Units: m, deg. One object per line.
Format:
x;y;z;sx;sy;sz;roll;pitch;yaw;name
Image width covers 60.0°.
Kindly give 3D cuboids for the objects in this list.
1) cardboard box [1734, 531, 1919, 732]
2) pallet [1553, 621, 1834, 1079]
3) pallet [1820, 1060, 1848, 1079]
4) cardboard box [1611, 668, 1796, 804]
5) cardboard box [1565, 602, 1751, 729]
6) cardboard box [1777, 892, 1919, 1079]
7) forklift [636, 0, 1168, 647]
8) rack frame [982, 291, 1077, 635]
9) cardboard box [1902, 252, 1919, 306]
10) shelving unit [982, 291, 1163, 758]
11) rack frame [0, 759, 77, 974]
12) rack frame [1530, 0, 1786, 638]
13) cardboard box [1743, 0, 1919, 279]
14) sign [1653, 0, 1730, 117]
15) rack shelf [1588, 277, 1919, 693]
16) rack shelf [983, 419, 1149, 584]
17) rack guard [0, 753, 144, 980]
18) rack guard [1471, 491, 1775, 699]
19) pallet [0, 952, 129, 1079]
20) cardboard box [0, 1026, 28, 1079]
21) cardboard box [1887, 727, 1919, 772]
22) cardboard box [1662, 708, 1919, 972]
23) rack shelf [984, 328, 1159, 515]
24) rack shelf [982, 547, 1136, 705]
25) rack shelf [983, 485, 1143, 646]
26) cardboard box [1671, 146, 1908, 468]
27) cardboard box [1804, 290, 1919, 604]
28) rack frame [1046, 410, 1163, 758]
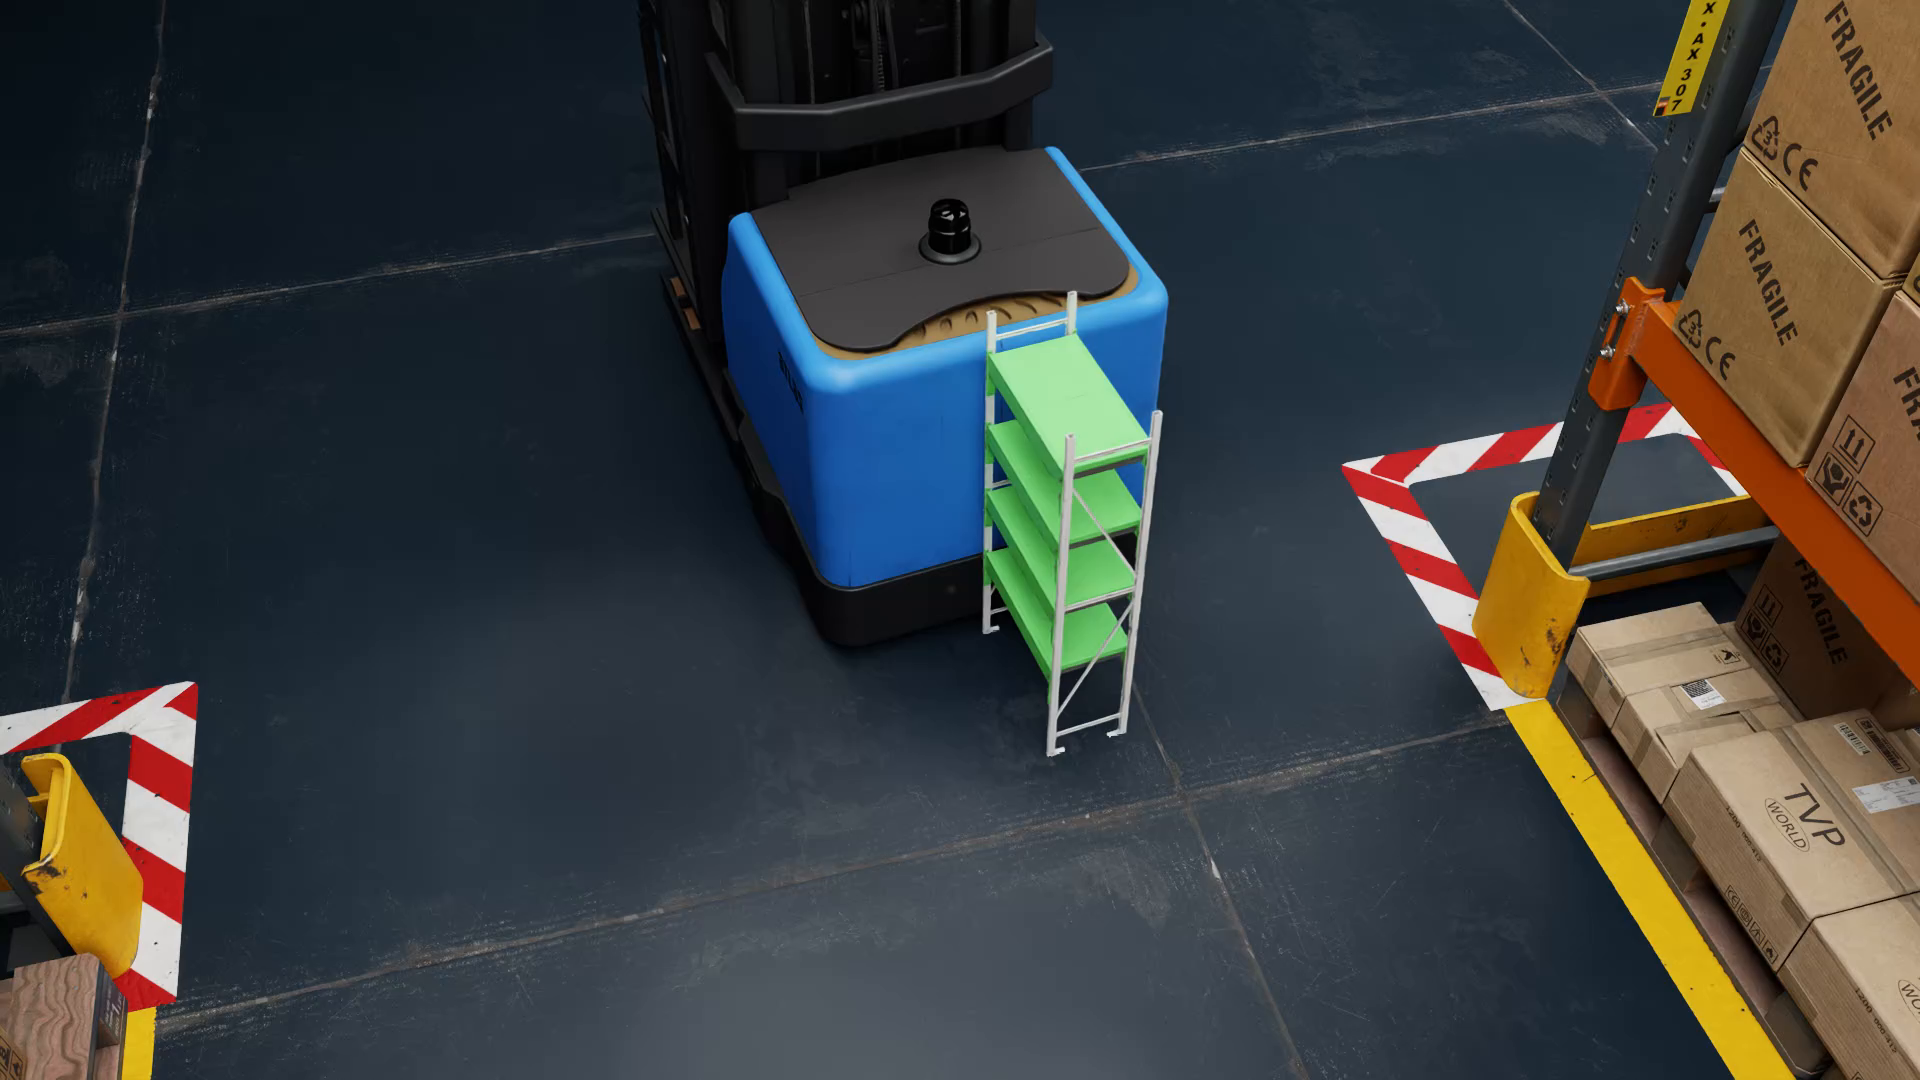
2.489;0.193;4.403;0.500;0.500;0.500;-11;47;-10;cardboard box
2.336;0.720;4.397;1.003;0.211;1.213;-11;47;-10;pallet
2.645;1.561;3.573;1.003;0.211;1.213;-11;47;-10;pallet
1.950;0.504;4.332;0.380;0.166;0.250;-11;47;-10;cardboard box
1.886;0.337;4.507;0.380;0.149;0.250;-11;47;-10;cardboard box
2.232;1.067;3.721;0.500;0.250;0.500;-11;47;-10;cardboard box
-0.429;-1.786;4.948;1.130;2.935;3.031;-15;48;-15;forklift
0.180;-0.172;4.579;0.240;1.200;0.015;-15;48;-15;rack frame
2.111;-0.530;2.899;0.500;0.500;0.500;-10;46;-10;cardboard box
0.268;-0.009;4.419;0.258;1.200;0.503;-15;48;-15;shelving unit
-2.676;0.050;3.101;1.000;3.000;0.127;-11;47;-10;rack frame
2.111;-0.859;3.991;1.000;3.000;0.127;-11;47;-10;rack frame
1.970;-0.889;3.251;0.500;0.500;0.500;-9;46;-9;cardboard box
1.587;-1.062;3.585;0.100;0.325;0.005;-11;47;-10;sign
2.623;0.774;2.895;1.077;0.370;4.000;-11;47;-10;rack shelf
0.268;-0.133;4.293;0.258;0.148;0.480;-15;48;-15;rack shelf
-2.682;0.908;4.010;1.175;0.500;0.348;-11;47;-10;rack guard
2.131;0.069;4.833;1.175;0.500;0.348;-11;47;-10;rack guard
-2.396;1.563;3.570;1.003;0.211;1.213;-11;47;-10;pallet
-2.400;1.243;3.388;0.700;0.500;0.500;-11;47;-10;cardboard box
2.505;0.605;4.232;0.380;0.166;0.250;-11;47;-10;cardboard box
2.104;0.722;4.059;0.500;0.250;0.500;-11;47;-10;cardboard box
0.268;-0.301;4.122;0.258;0.148;0.480;-15;48;-15;rack shelf
0.268;0.203;4.636;0.258;0.148;0.480;-15;48;-15;rack shelf
0.268;0.035;4.465;0.258;0.148;0.480;-15;48;-15;rack shelf
1.970;-0.539;3.608;0.500;0.500;0.500;-10;46;-9;cardboard box
2.107;-0.184;3.260;0.500;0.500;0.500;-11;47;-11;cardboard box
0.356;0.153;4.260;0.240;1.200;0.015;-15;48;-15;rack frame
